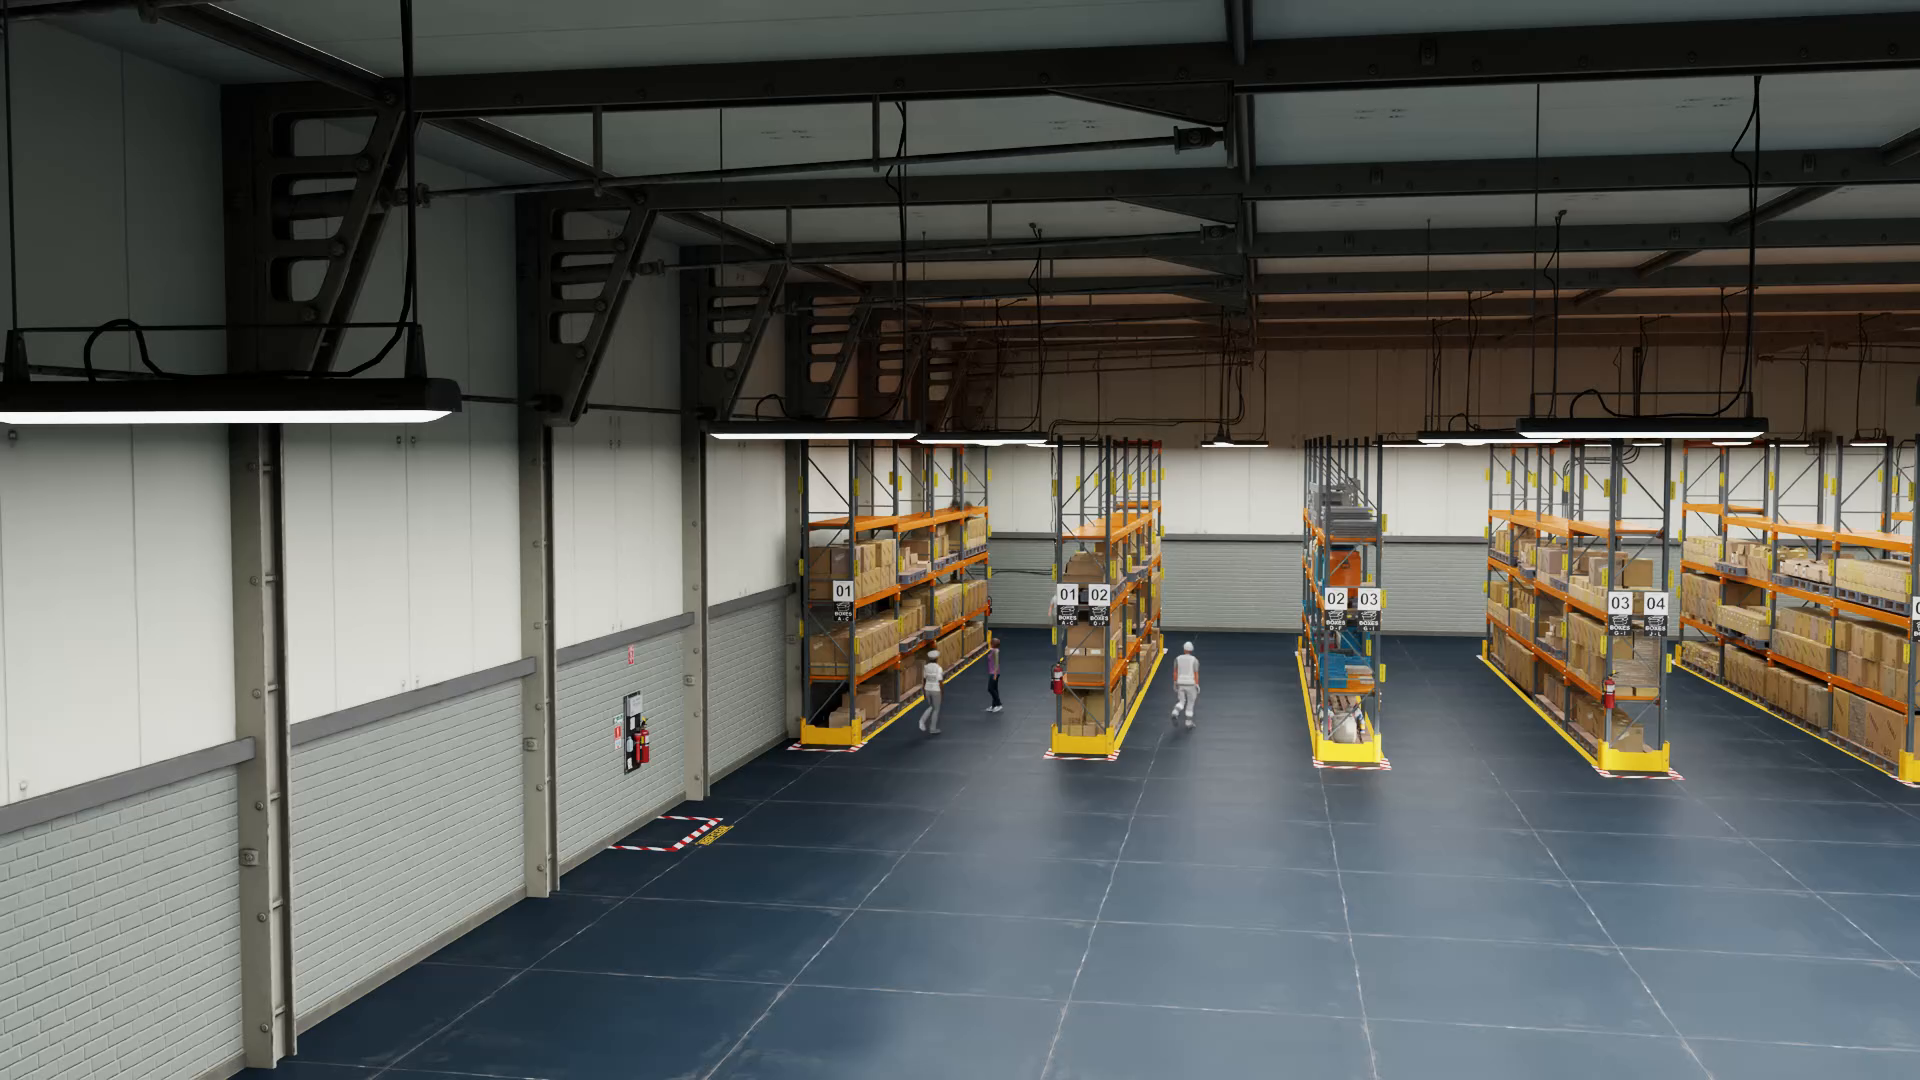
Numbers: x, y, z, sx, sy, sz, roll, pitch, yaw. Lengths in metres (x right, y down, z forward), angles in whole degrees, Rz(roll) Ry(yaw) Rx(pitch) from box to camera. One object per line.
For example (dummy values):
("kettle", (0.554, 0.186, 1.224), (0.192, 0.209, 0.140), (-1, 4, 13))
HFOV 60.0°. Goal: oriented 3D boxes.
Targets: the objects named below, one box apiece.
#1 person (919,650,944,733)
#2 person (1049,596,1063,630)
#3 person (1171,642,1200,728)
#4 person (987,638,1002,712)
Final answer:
("person", (-0.544, 3.057, 33.416), (0.486, 1.681, 0.471), (-3, 4, -43))
("person", (2.900, 2.230, 49.395), (0.513, 1.618, 1.001), (1, 3, 11))
("person", (4.621, 2.977, 34.088), (0.539, 1.781, 0.669), (3, 4, 45))
("person", (0.747, 2.948, 36.415), (0.329, 1.607, 0.451), (0, 3, -1))
